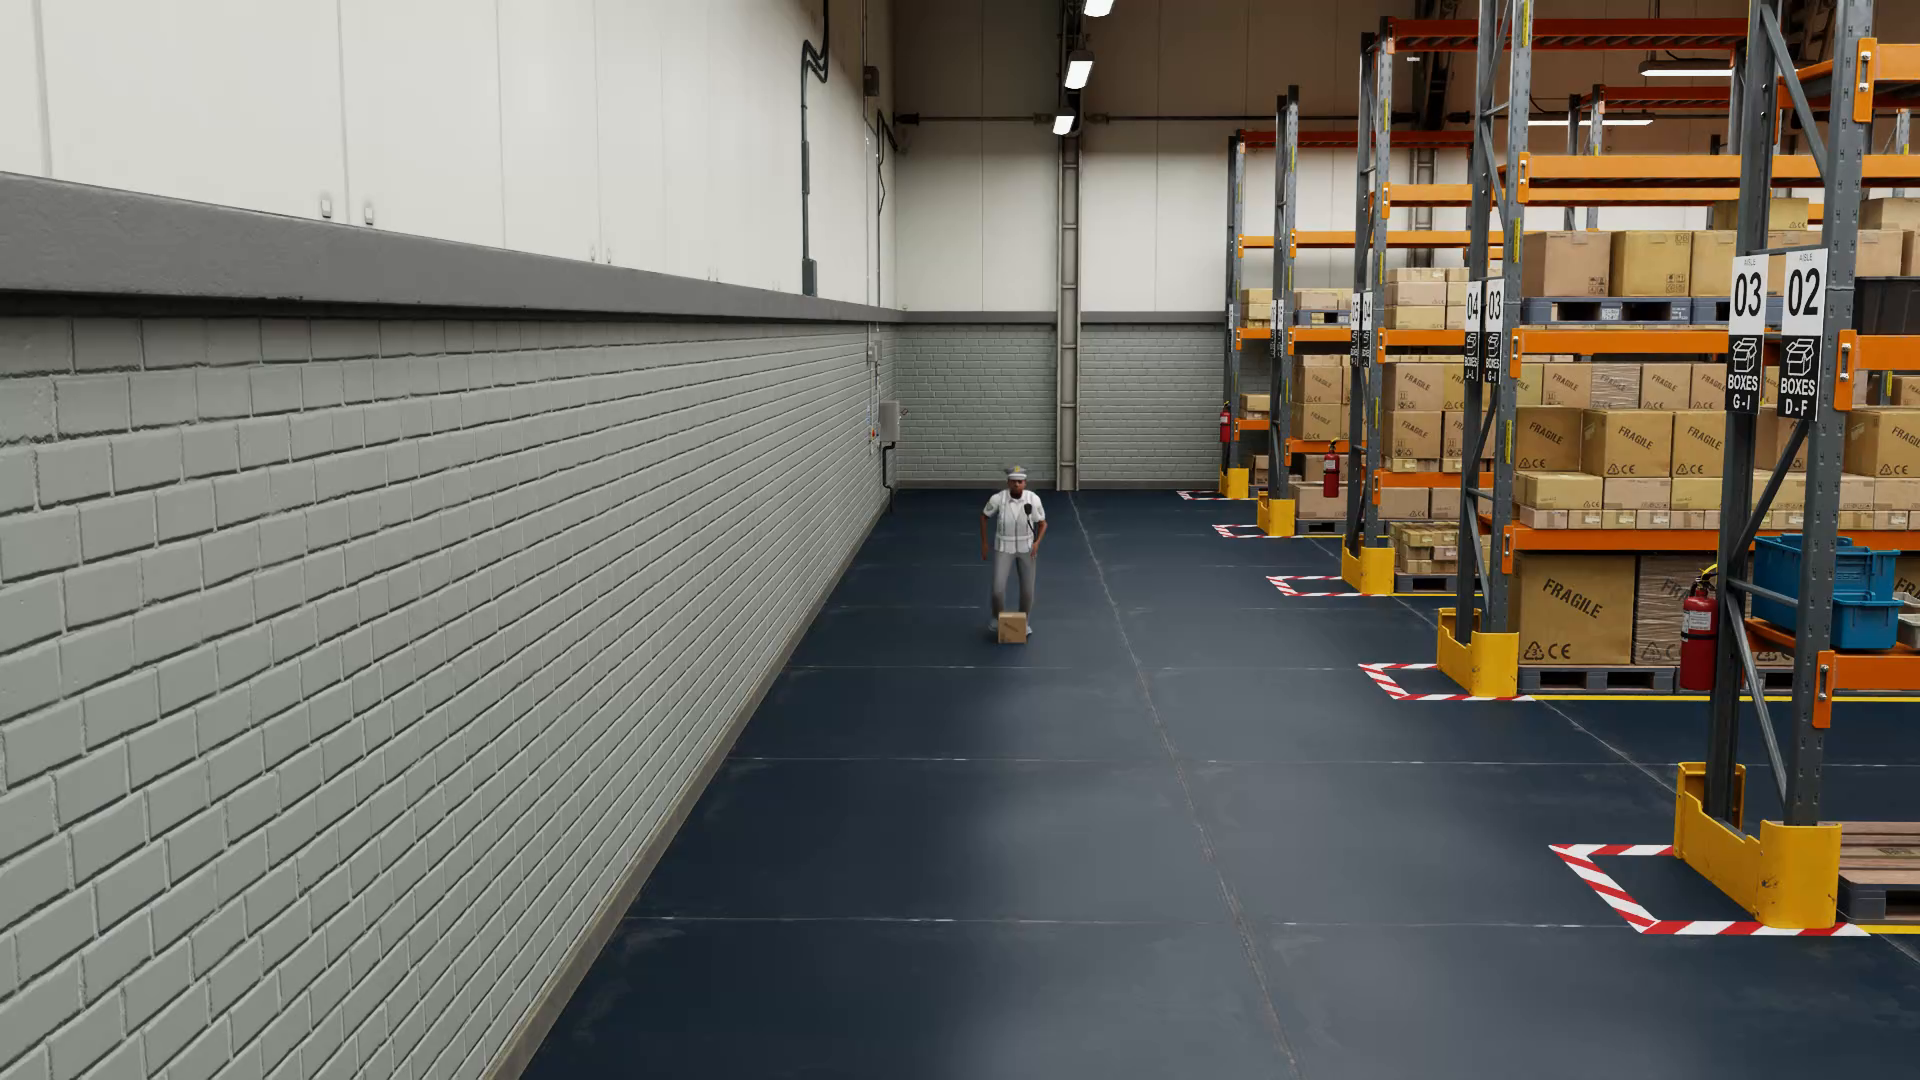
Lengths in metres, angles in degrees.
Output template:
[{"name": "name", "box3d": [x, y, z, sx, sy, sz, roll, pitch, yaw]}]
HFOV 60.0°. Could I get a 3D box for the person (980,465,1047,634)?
[{"name": "person", "box3d": [0.492, 0.098, 15.206, 0.601, 1.605, 0.663, 0, 7, -4]}]
